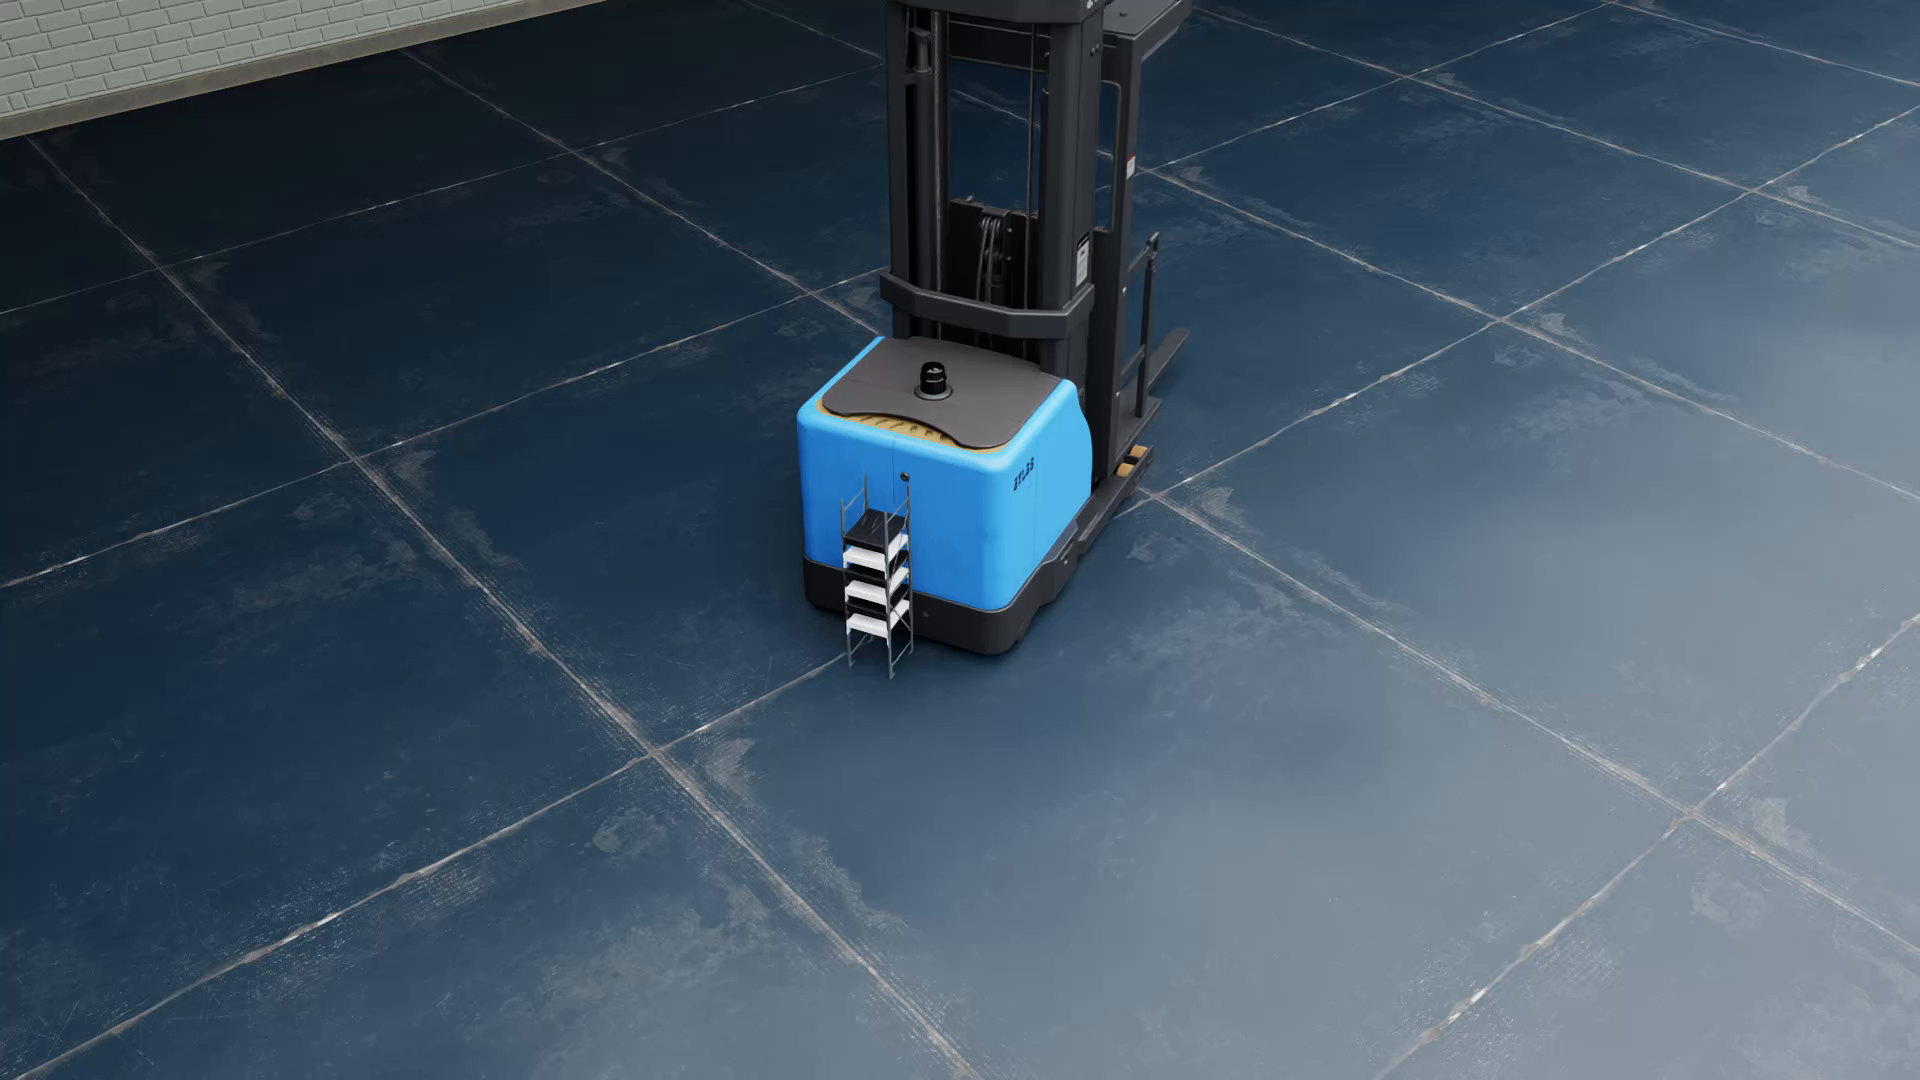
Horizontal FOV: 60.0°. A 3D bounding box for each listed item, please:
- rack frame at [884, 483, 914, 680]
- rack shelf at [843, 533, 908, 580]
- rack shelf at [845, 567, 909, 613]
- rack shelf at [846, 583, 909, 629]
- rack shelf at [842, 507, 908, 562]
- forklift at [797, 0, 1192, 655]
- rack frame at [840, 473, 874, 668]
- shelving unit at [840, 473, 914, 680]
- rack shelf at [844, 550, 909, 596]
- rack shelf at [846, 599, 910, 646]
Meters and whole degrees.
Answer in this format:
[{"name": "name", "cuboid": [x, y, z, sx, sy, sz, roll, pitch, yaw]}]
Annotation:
[{"name": "rack frame", "cuboid": [-0.262, 0.192, 7.201, 0.006, 0.900, 0.240, 15, 38, 20]}, {"name": "rack shelf", "cuboid": [-0.355, 0.048, 7.150, 0.200, 0.077, 0.258, 15, 38, 20]}, {"name": "rack shelf", "cuboid": [-0.355, 0.195, 7.254, 0.200, 0.077, 0.258, 15, 38, 20]}, {"name": "rack shelf", "cuboid": [-0.355, 0.268, 7.306, 0.200, 0.077, 0.258, 15, 38, 20]}, {"name": "rack shelf", "cuboid": [-0.355, -0.026, 7.098, 0.200, 0.077, 0.258, 15, 38, 20]}, {"name": "forklift", "cuboid": [0.365, -1.525, 7.868, 1.130, 2.935, 3.031, 15, 38, 21]}, {"name": "rack frame", "cuboid": [-0.447, 0.143, 7.269, 0.006, 0.900, 0.240, 15, 38, 20]}, {"name": "shelving unit", "cuboid": [-0.355, 0.168, 7.235, 0.210, 0.900, 0.258, 15, 38, 20]}, {"name": "rack shelf", "cuboid": [-0.355, 0.121, 7.202, 0.200, 0.077, 0.258, 15, 38, 20]}, {"name": "rack shelf", "cuboid": [-0.355, 0.342, 7.358, 0.200, 0.077, 0.258, 15, 38, 20]}]
